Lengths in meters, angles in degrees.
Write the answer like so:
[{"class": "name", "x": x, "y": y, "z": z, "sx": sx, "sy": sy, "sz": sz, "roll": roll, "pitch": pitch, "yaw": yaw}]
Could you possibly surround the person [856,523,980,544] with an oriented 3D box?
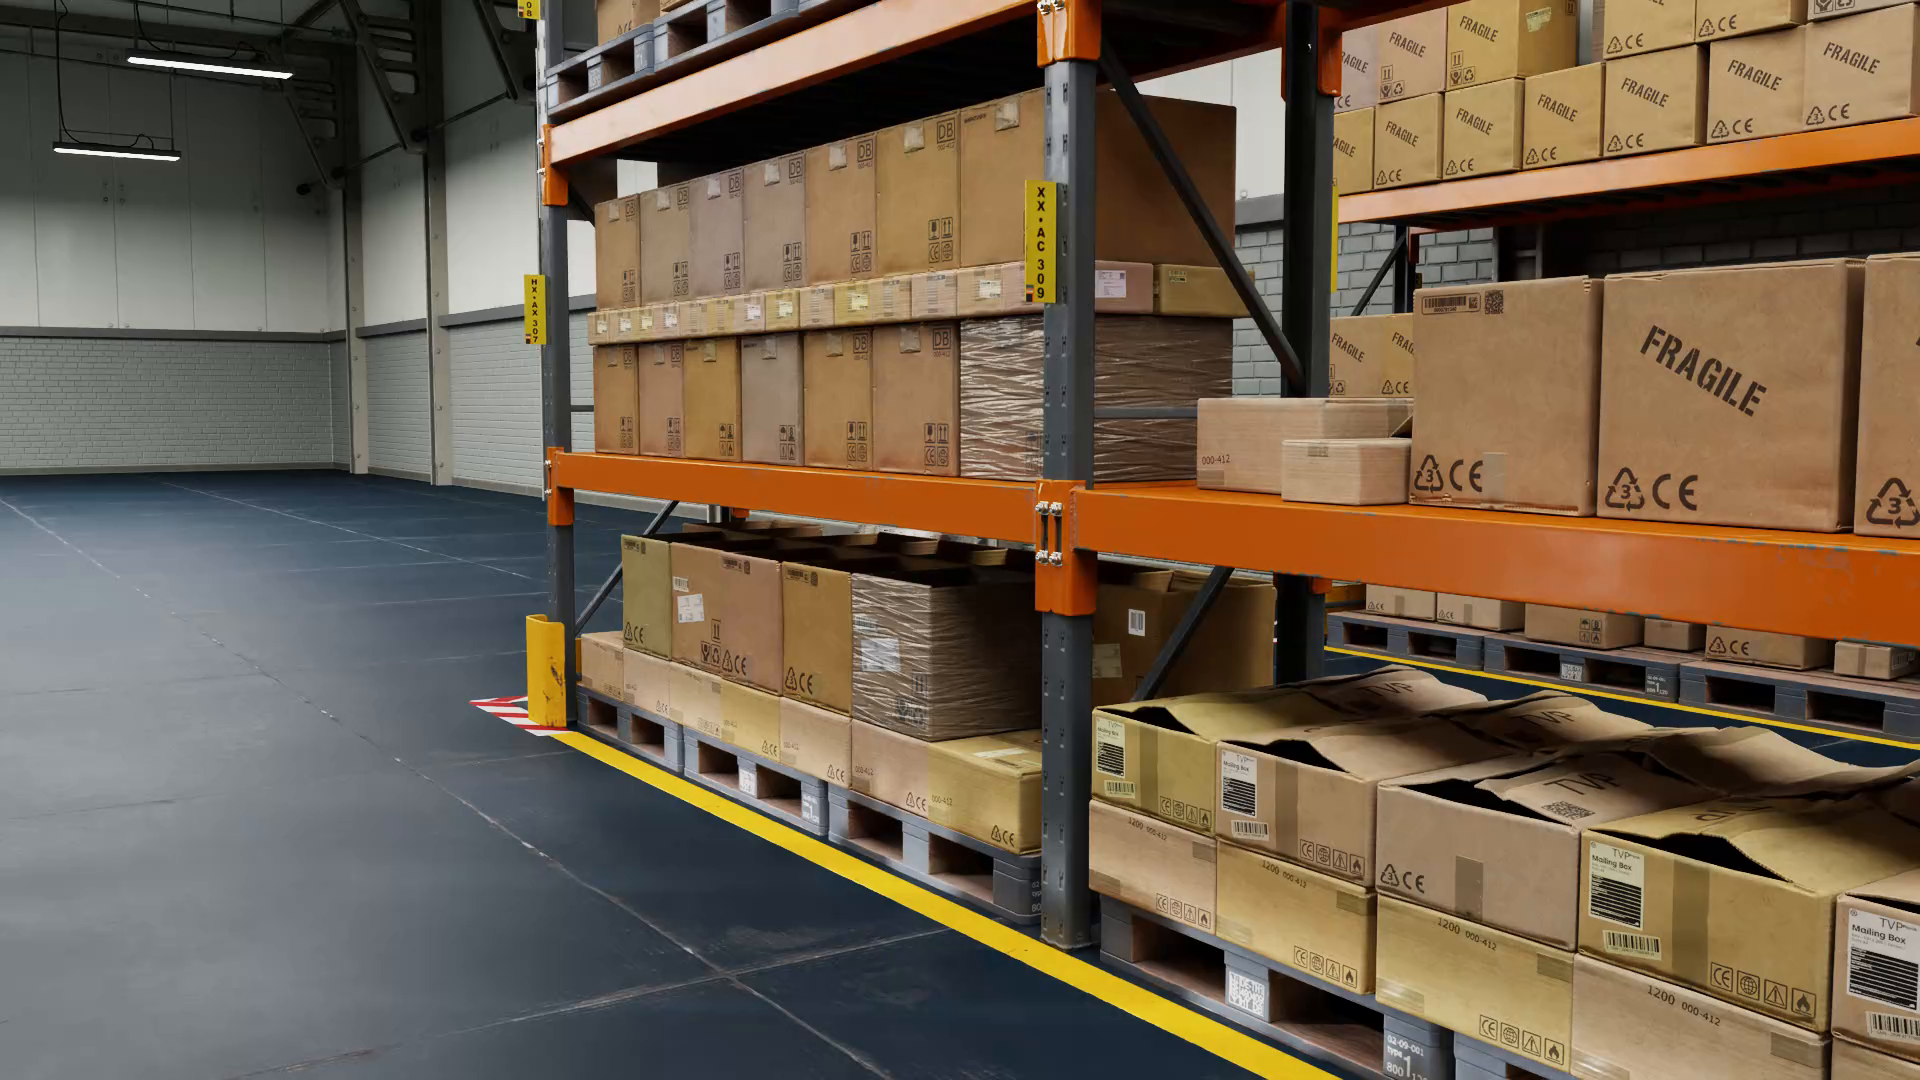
[{"class": "person", "x": -0.213, "y": 0.308, "z": 9.047, "sx": 0.453, "sy": 0.975, "sz": 0.936, "roll": -4, "pitch": 6, "yaw": -36}]
